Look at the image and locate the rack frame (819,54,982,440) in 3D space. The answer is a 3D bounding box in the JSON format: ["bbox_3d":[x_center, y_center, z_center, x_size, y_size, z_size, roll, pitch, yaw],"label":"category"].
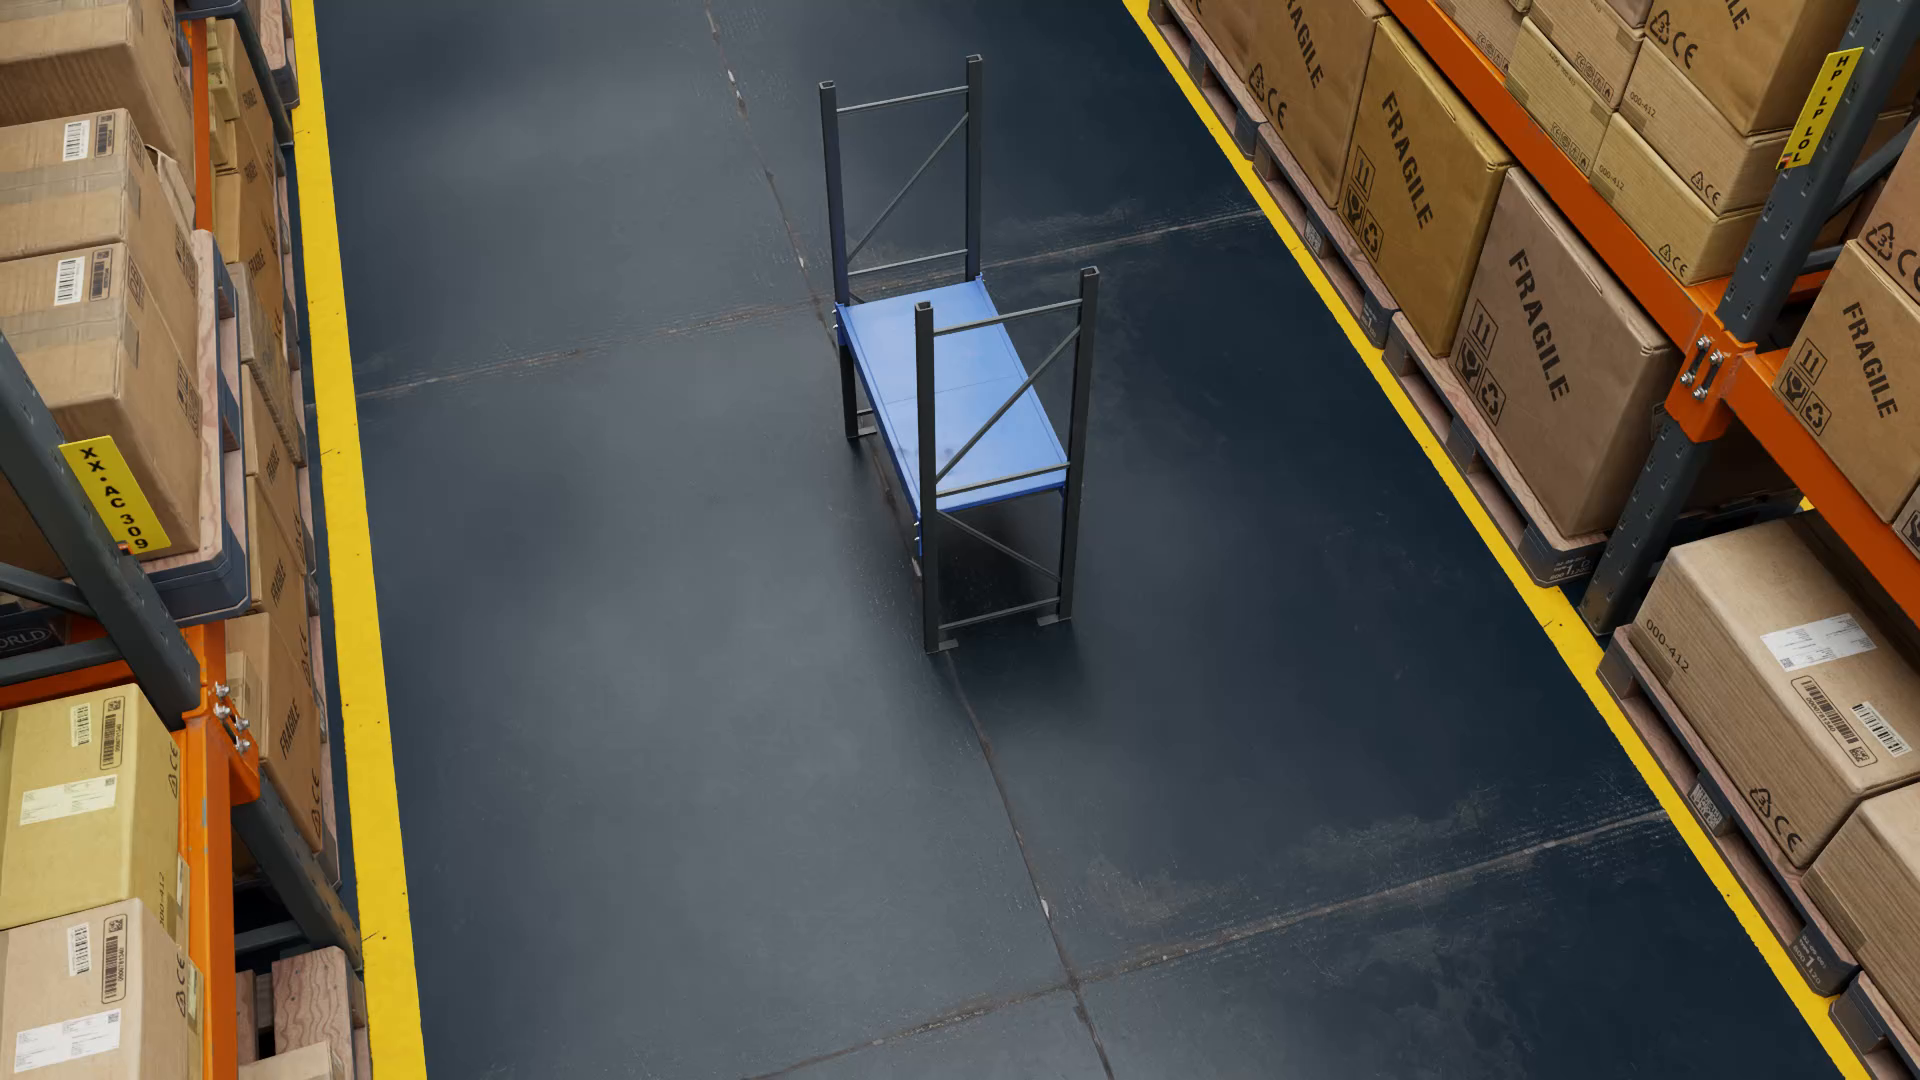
[{"bbox_3d":[-0.176,-0.917,5.542,0.500,1.500,0.032,-13,51,-11],"label":"rack frame"}]

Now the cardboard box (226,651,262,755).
[{"bbox_3d":[-2.040,0.464,4.333,0.380,0.149,0.250,-11,51,-9],"label":"cardboard box"}]

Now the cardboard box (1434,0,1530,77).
[{"bbox_3d":[1.899,-1.768,5.377,0.500,0.250,0.500,-15,51,-12],"label":"cardboard box"}]

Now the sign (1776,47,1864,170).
[{"bbox_3d":[2.037,-1.018,3.941,0.100,0.325,0.005,-13,51,-11],"label":"sign"}]

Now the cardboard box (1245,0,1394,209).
[{"bbox_3d":[1.755,-1.997,6.586,0.875,0.875,0.875,-13,51,-11],"label":"cardboard box"}]

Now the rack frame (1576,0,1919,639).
[{"bbox_3d":[2.553,-0.800,4.463,1.000,3.000,0.127,-13,51,-11],"label":"rack frame"}]

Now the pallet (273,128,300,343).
[{"bbox_3d":[-3.186,-1.144,6.577,1.003,0.211,1.213,-13,51,-11],"label":"pallet"}]

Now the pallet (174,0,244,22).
[{"bbox_3d":[-3.103,-2.056,5.647,1.213,0.211,1.003,-13,51,-11],"label":"pallet"}]

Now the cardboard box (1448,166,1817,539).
[{"bbox_3d":[2.293,-0.686,5.481,0.875,0.875,0.875,-12,51,-10],"label":"cardboard box"}]

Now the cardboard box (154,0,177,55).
[{"bbox_3d":[-2.711,-1.615,4.808,0.797,0.503,0.637,-14,51,-12],"label":"cardboard box"}]

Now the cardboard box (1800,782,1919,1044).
[{"bbox_3d":[2.901,1.027,4.324,0.875,0.438,0.875,-15,51,-12],"label":"cardboard box"}]

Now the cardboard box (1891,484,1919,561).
[{"bbox_3d":[2.586,-0.062,3.775,0.500,0.500,0.500,-13,51,-11],"label":"cardboard box"}]

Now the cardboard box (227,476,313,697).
[{"bbox_3d":[-2.283,0.204,4.976,0.500,0.500,0.500,-14,51,-11],"label":"cardboard box"}]

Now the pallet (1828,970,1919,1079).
[{"bbox_3d":[3.067,1.564,4.293,1.003,0.211,1.213,-13,51,-11],"label":"pallet"}]

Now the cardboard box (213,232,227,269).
[{"bbox_3d":[-2.617,-0.857,5.447,0.380,0.149,0.250,-16,52,-13],"label":"cardboard box"}]

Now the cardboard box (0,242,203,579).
[{"bbox_3d":[-2.117,-0.247,3.656,0.700,0.500,0.500,-12,51,-10],"label":"cardboard box"}]

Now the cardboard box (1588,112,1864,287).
[{"bbox_3d":[2.179,-1.023,4.748,0.500,0.250,0.500,-14,51,-12],"label":"cardboard box"}]

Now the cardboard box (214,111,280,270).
[{"bbox_3d":[-2.902,-1.298,6.243,0.500,0.500,0.500,-14,51,-12],"label":"cardboard box"}]

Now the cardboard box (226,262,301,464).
[{"bbox_3d":[-2.574,-0.542,5.605,0.500,0.500,0.500,-15,51,-12],"label":"cardboard box"}]

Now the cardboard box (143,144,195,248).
[{"bbox_3d":[-2.232,-0.869,4.334,0.396,0.266,0.258,-11,51,-9],"label":"cardboard box"}]

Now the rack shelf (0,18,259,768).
[{"bbox_3d":[-2.779,-0.904,5.021,1.077,0.370,4.000,-13,51,-11],"label":"rack shelf"}]

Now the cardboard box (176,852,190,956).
[{"bbox_3d":[-1.755,0.767,3.306,0.380,0.149,0.250,-12,51,-10],"label":"cardboard box"}]

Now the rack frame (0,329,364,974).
[{"bbox_3d":[-2.188,0.325,3.514,1.000,3.000,0.127,-13,51,-11],"label":"rack frame"}]

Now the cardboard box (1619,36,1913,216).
[{"bbox_3d":[2.190,-1.180,4.554,0.500,0.250,0.500,-13,51,-11],"label":"cardboard box"}]

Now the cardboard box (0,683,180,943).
[{"bbox_3d":[-1.804,0.594,3.191,0.500,0.250,0.500,-12,51,-10],"label":"cardboard box"}]

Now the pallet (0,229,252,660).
[{"bbox_3d":[-2.320,-0.222,4.101,1.003,0.211,1.213,-13,51,-11],"label":"pallet"}]

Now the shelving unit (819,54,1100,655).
[{"bbox_3d":[-0.025,-0.546,5.229,0.538,1.500,1.048,-13,51,-11],"label":"shelving unit"}]

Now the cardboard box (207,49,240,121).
[{"bbox_3d":[-2.872,-1.640,6.107,0.380,0.149,0.250,-16,52,-13],"label":"cardboard box"}]

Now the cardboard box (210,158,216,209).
[{"bbox_3d":[-2.802,-1.234,5.765,0.380,0.149,0.250,-12,51,-10],"label":"cardboard box"}]

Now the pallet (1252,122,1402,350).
[{"bbox_3d":[1.888,-1.341,6.742,1.003,0.211,1.213,-13,51,-11],"label":"pallet"}]

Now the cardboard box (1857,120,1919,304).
[{"bbox_3d":[2.462,-0.752,3.703,0.500,0.500,0.500,-13,51,-11],"label":"cardboard box"}]

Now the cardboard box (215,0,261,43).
[{"bbox_3d":[-3.542,-2.426,7.111,0.875,0.625,0.625,-12,51,-10],"label":"cardboard box"}]

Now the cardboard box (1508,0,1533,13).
[{"bbox_3d":[1.876,-1.921,5.178,0.500,0.250,0.500,-12,51,-10],"label":"cardboard box"}]

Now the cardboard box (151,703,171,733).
[{"bbox_3d":[-2.098,0.381,4.208,0.380,0.149,0.250,-14,51,-12],"label":"cardboard box"}]

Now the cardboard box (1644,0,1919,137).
[{"bbox_3d":[2.181,-1.425,4.270,0.500,0.500,0.500,-12,51,-10],"label":"cardboard box"}]

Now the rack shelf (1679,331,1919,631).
[{"bbox_3d":[3.144,0.892,3.507,1.077,0.370,4.000,-13,51,-11],"label":"rack shelf"}]

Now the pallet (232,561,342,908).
[{"bbox_3d":[-2.464,0.638,5.074,1.003,0.211,1.213,-13,51,-11],"label":"pallet"}]
